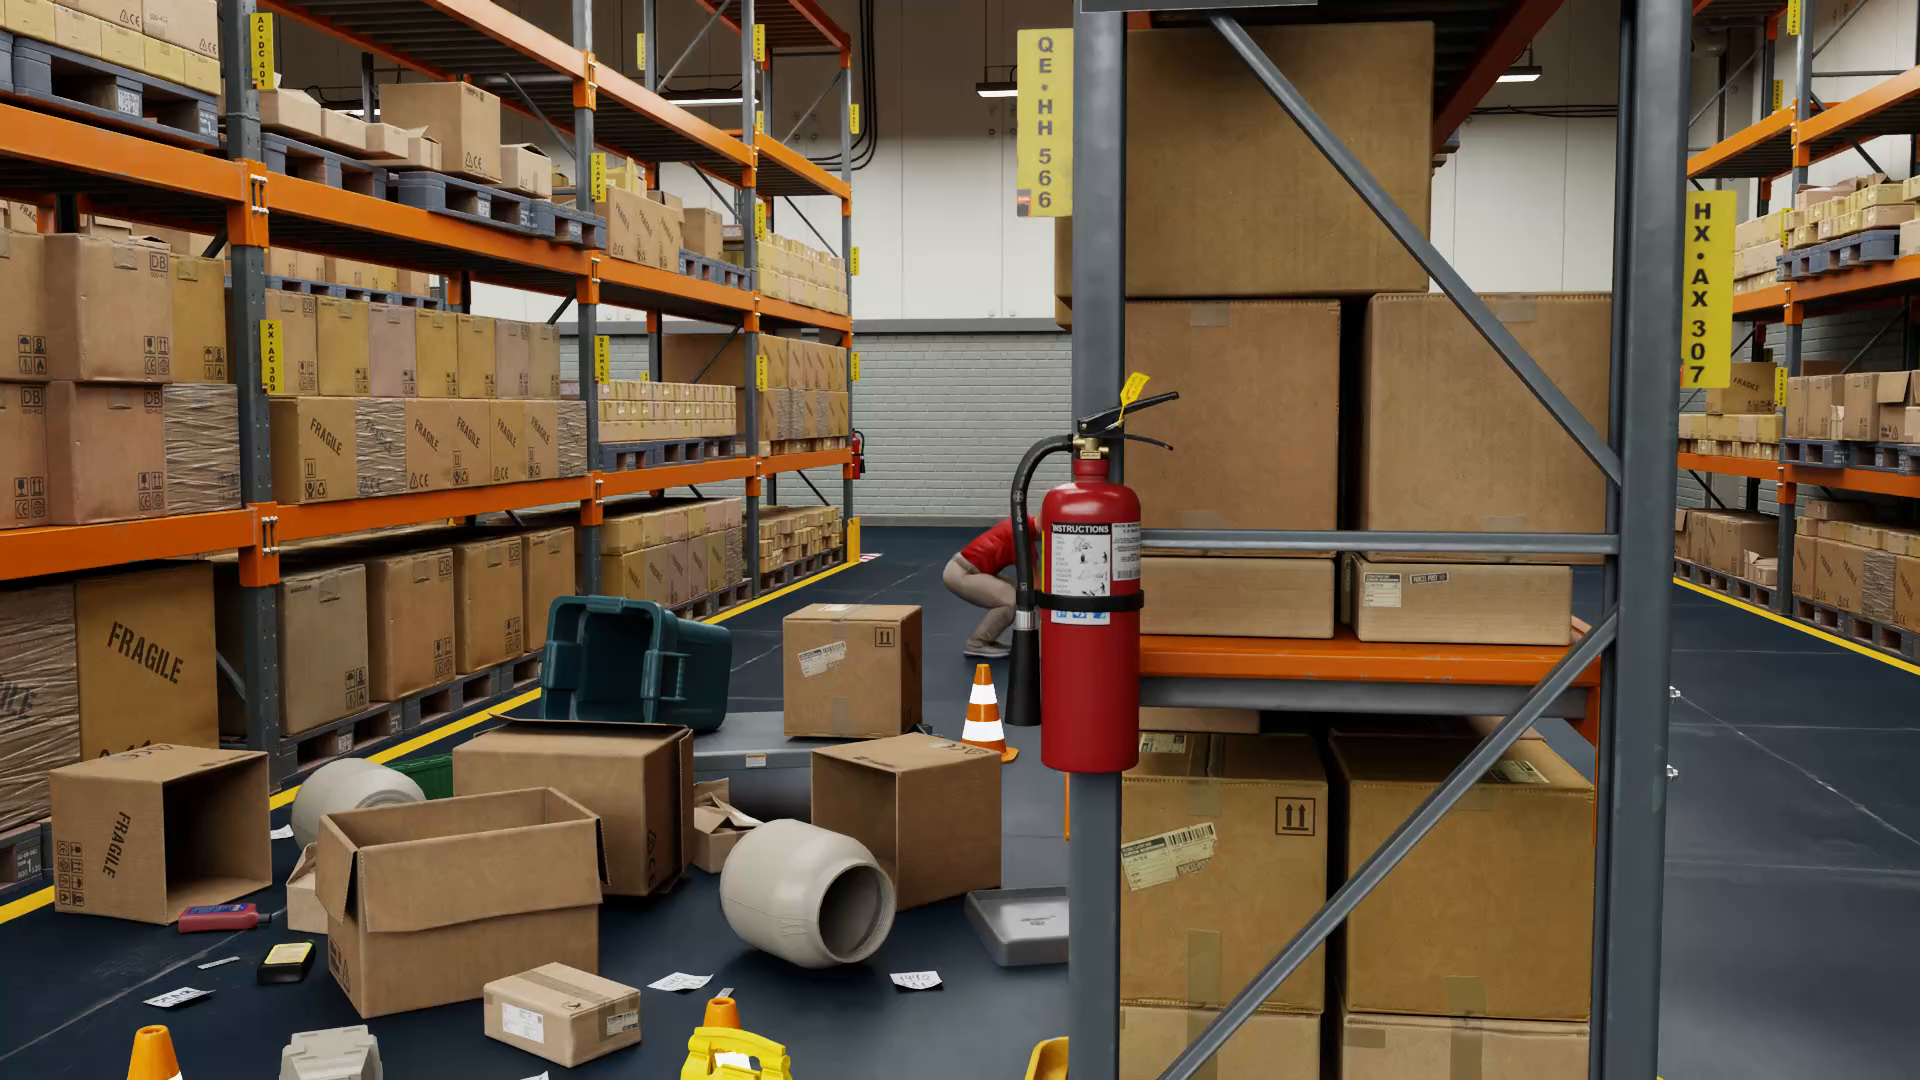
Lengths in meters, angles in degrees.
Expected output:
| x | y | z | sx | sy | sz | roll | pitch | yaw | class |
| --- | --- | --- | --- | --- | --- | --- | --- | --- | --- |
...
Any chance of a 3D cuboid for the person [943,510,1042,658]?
| x | y | z | sx | sy | sz | roll | pitch | yaw | class |
| --- | --- | --- | --- | --- | --- | --- | --- | --- | --- |
| 0.316 | 0.290 | 11.854 | 0.850 | 1.061 | 0.572 | 1 | 4 | 9 | person |
